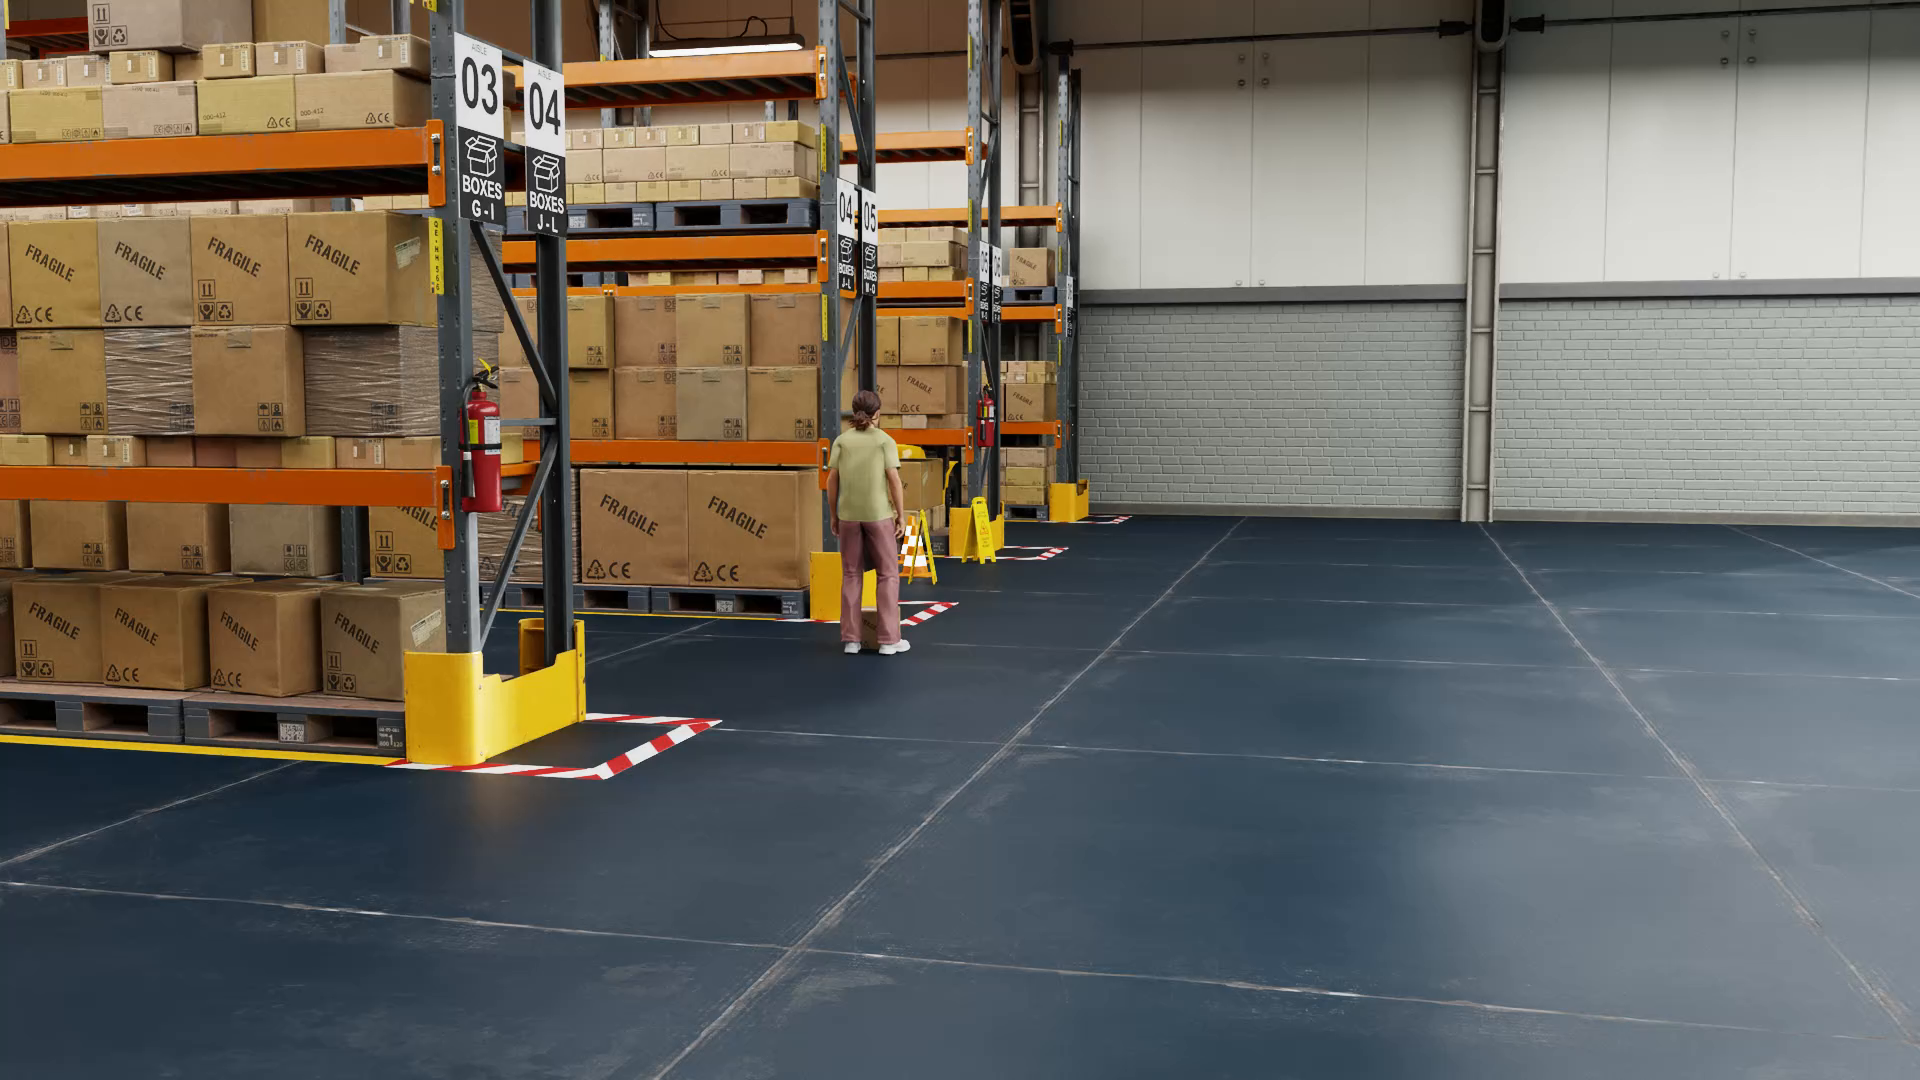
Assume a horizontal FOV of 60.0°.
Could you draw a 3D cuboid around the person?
[{"bbox_3d":[-0.591,0.001,10.595,0.499,1.438,0.357,1,5,14],"label":"person"}]
